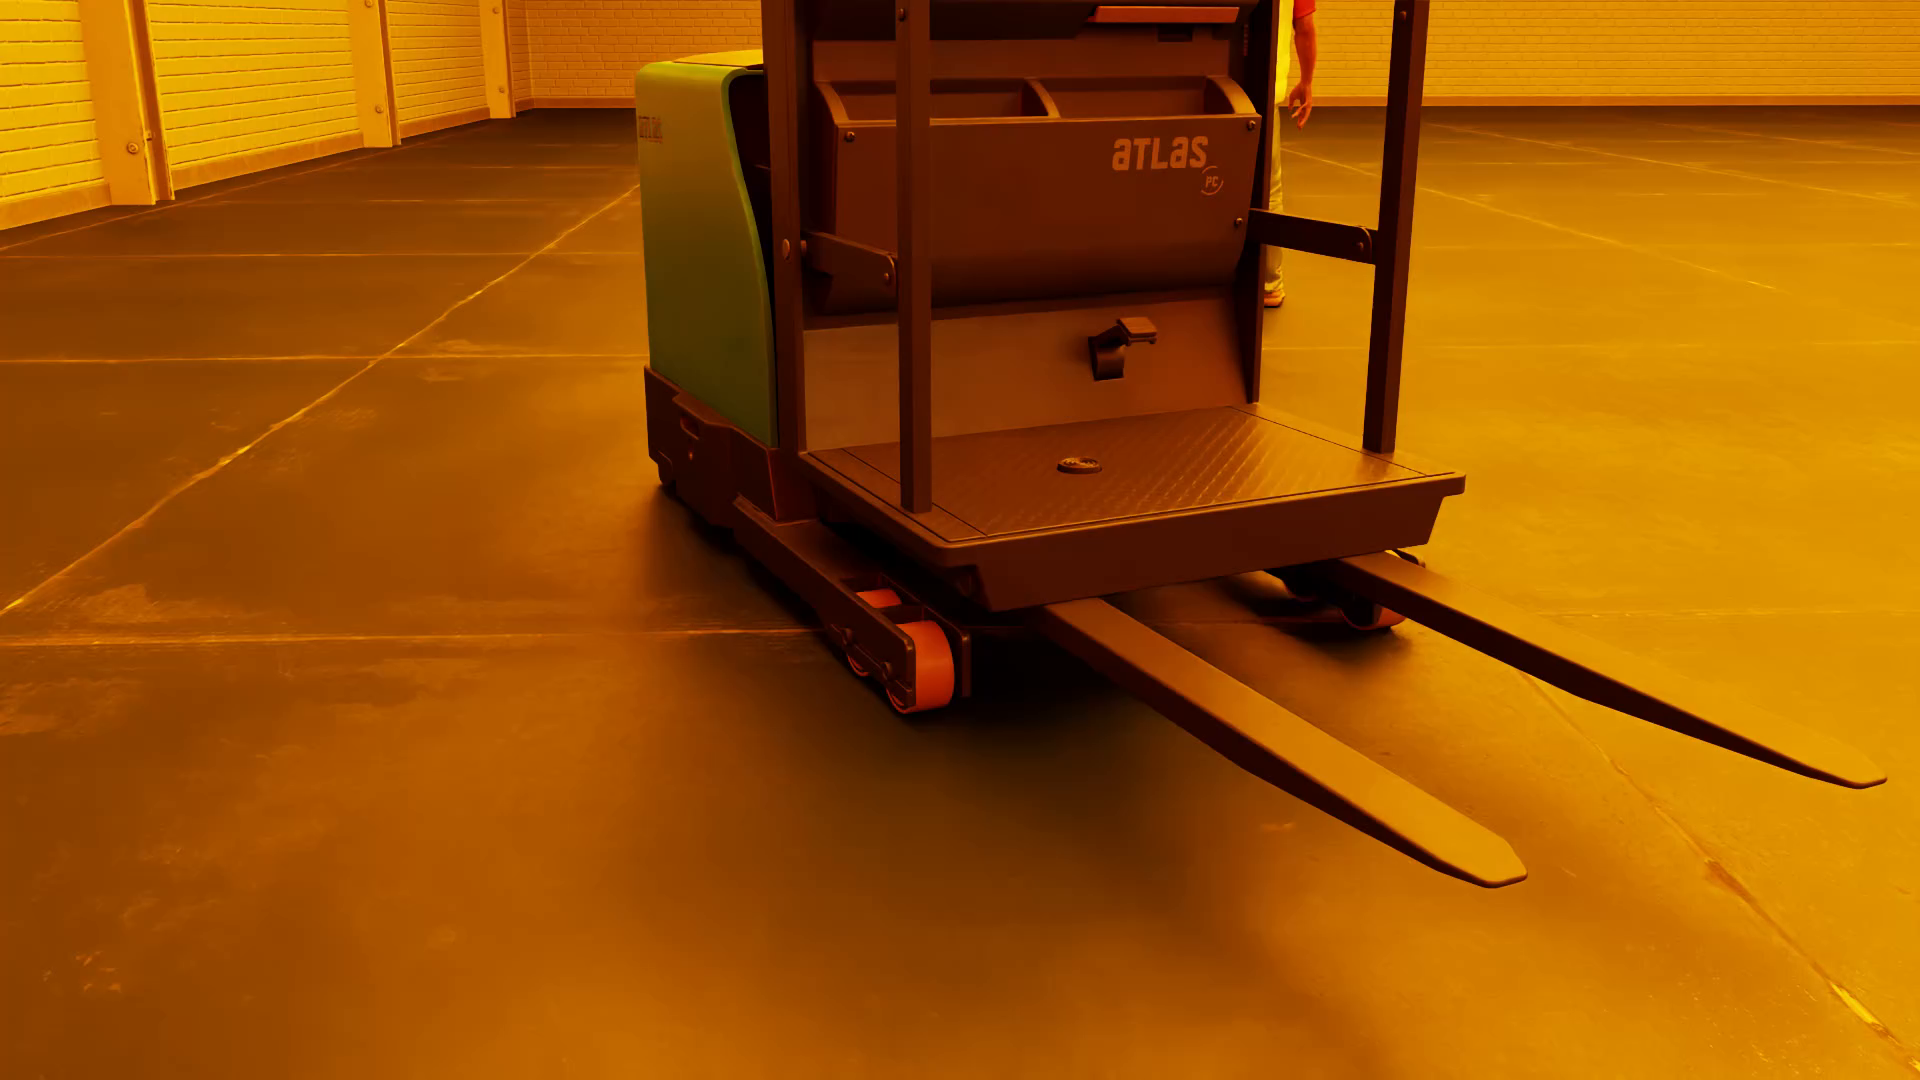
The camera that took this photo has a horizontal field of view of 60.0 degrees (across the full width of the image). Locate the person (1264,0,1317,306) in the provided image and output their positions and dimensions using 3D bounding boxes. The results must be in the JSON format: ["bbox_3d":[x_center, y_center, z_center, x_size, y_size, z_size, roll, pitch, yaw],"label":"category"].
[{"bbox_3d":[1.134,-1.857,6.943,0.665,1.765,0.576,-1,17,-2],"label":"person"}]

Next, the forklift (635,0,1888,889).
[{"bbox_3d":[0.258,-1.240,2.962,1.130,2.935,3.031,-8,19,-24],"label":"forklift"}]
